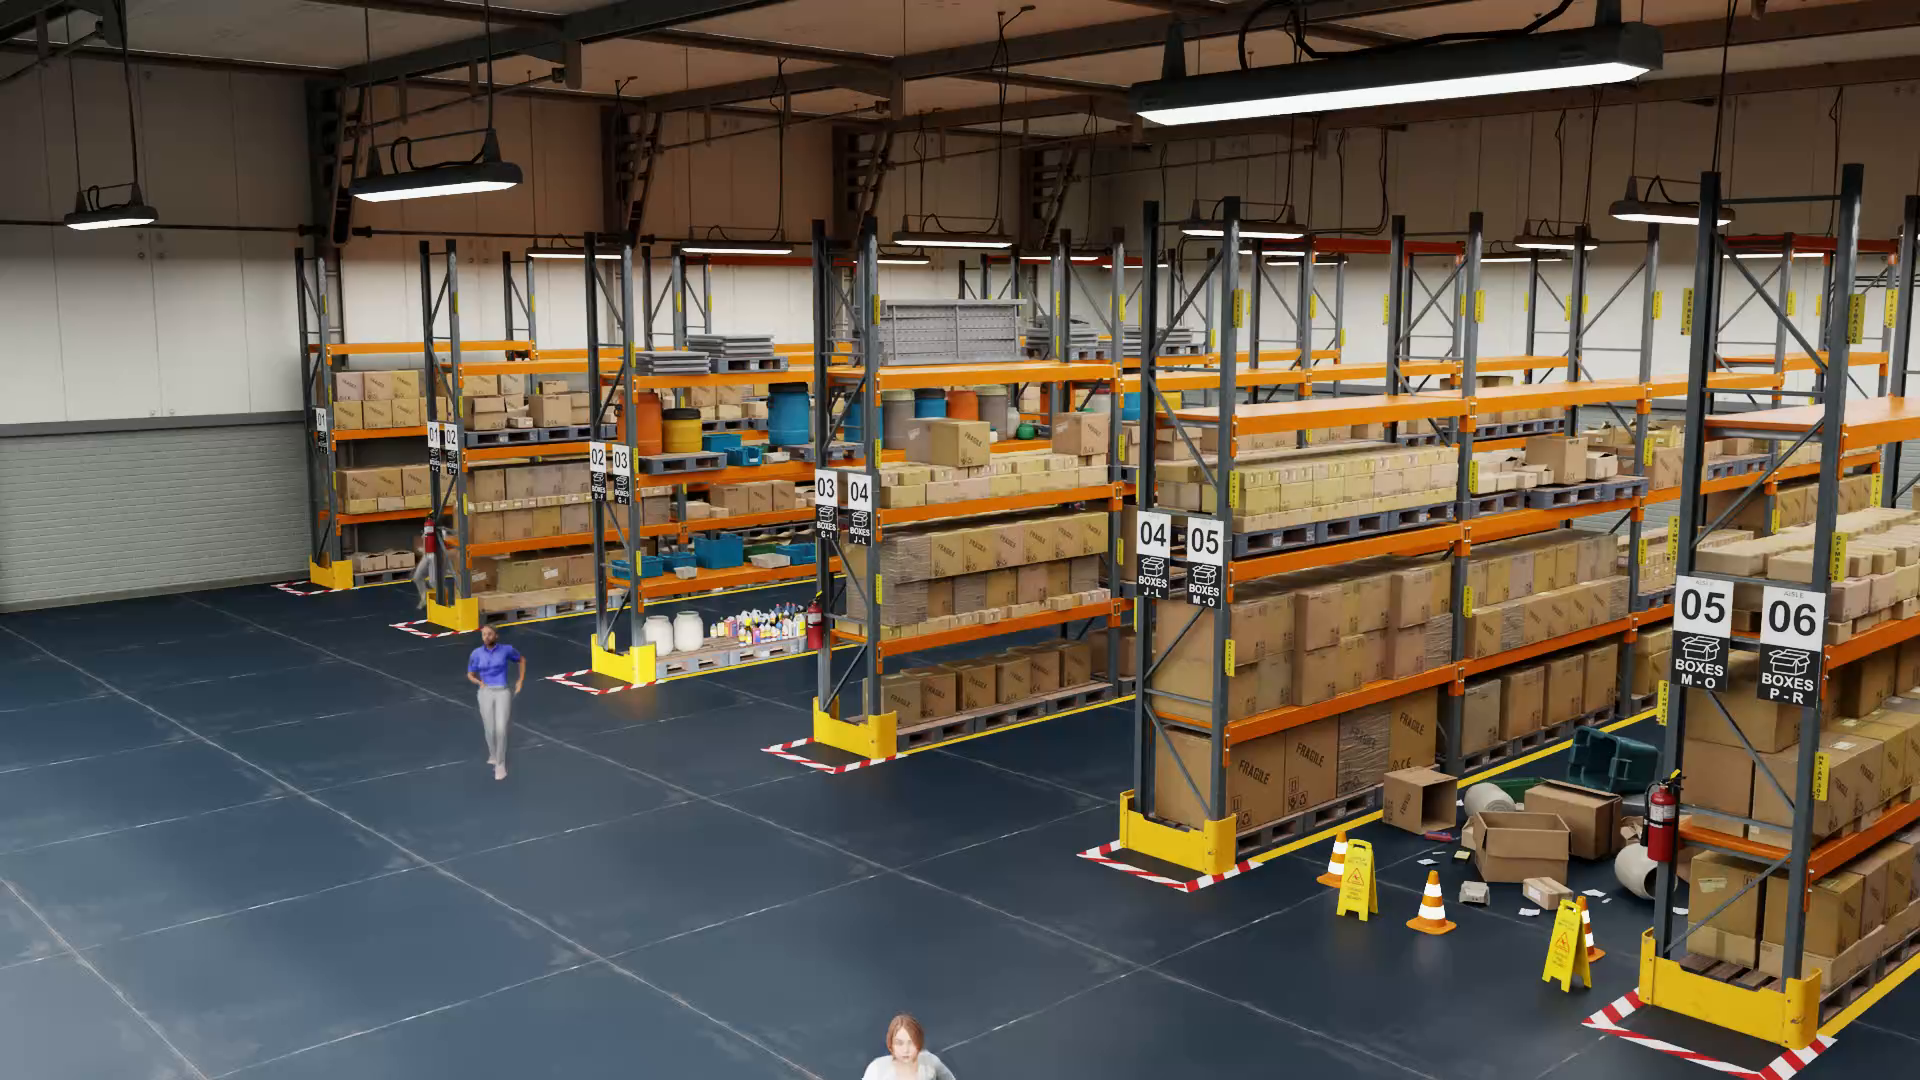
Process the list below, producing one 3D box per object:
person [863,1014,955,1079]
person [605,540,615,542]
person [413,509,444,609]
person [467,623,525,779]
[{"bbox_3d":[-0.288,3.169,8.434,0.524,1.622,0.731,0,8,1],"label":"person"},{"bbox_3d":[-6.222,-0.136,30.325,0.738,1.765,0.770,7,11,41],"label":"person"},{"bbox_3d":[-8.756,0.327,27.535,0.615,1.700,0.548,8,12,44],"label":"person"},{"bbox_3d":[-5.042,1.739,18.072,0.581,1.685,0.734,-1,8,-6],"label":"person"}]
